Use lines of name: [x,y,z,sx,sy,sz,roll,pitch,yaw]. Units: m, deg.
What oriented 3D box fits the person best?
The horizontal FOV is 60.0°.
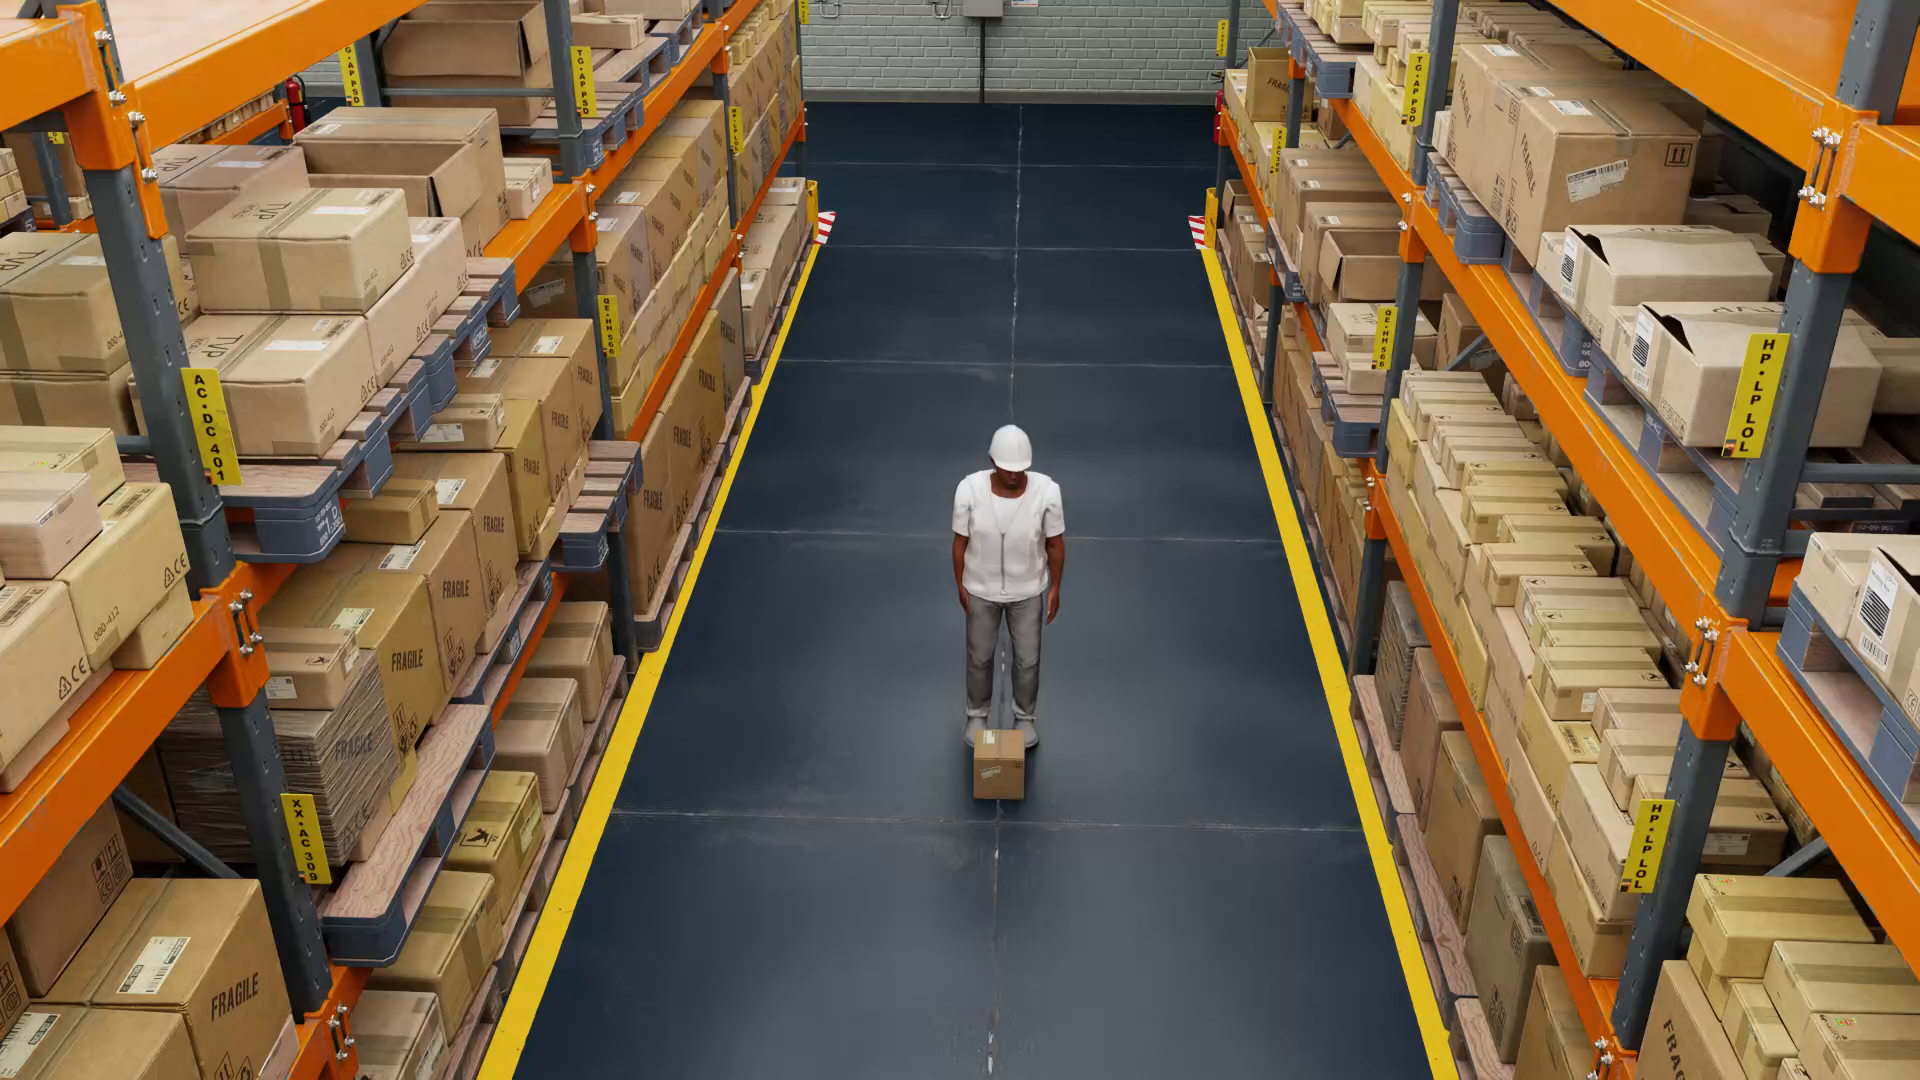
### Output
person: [0.241,0.238,8.388,0.566,1.769,0.364,2,28,3]
